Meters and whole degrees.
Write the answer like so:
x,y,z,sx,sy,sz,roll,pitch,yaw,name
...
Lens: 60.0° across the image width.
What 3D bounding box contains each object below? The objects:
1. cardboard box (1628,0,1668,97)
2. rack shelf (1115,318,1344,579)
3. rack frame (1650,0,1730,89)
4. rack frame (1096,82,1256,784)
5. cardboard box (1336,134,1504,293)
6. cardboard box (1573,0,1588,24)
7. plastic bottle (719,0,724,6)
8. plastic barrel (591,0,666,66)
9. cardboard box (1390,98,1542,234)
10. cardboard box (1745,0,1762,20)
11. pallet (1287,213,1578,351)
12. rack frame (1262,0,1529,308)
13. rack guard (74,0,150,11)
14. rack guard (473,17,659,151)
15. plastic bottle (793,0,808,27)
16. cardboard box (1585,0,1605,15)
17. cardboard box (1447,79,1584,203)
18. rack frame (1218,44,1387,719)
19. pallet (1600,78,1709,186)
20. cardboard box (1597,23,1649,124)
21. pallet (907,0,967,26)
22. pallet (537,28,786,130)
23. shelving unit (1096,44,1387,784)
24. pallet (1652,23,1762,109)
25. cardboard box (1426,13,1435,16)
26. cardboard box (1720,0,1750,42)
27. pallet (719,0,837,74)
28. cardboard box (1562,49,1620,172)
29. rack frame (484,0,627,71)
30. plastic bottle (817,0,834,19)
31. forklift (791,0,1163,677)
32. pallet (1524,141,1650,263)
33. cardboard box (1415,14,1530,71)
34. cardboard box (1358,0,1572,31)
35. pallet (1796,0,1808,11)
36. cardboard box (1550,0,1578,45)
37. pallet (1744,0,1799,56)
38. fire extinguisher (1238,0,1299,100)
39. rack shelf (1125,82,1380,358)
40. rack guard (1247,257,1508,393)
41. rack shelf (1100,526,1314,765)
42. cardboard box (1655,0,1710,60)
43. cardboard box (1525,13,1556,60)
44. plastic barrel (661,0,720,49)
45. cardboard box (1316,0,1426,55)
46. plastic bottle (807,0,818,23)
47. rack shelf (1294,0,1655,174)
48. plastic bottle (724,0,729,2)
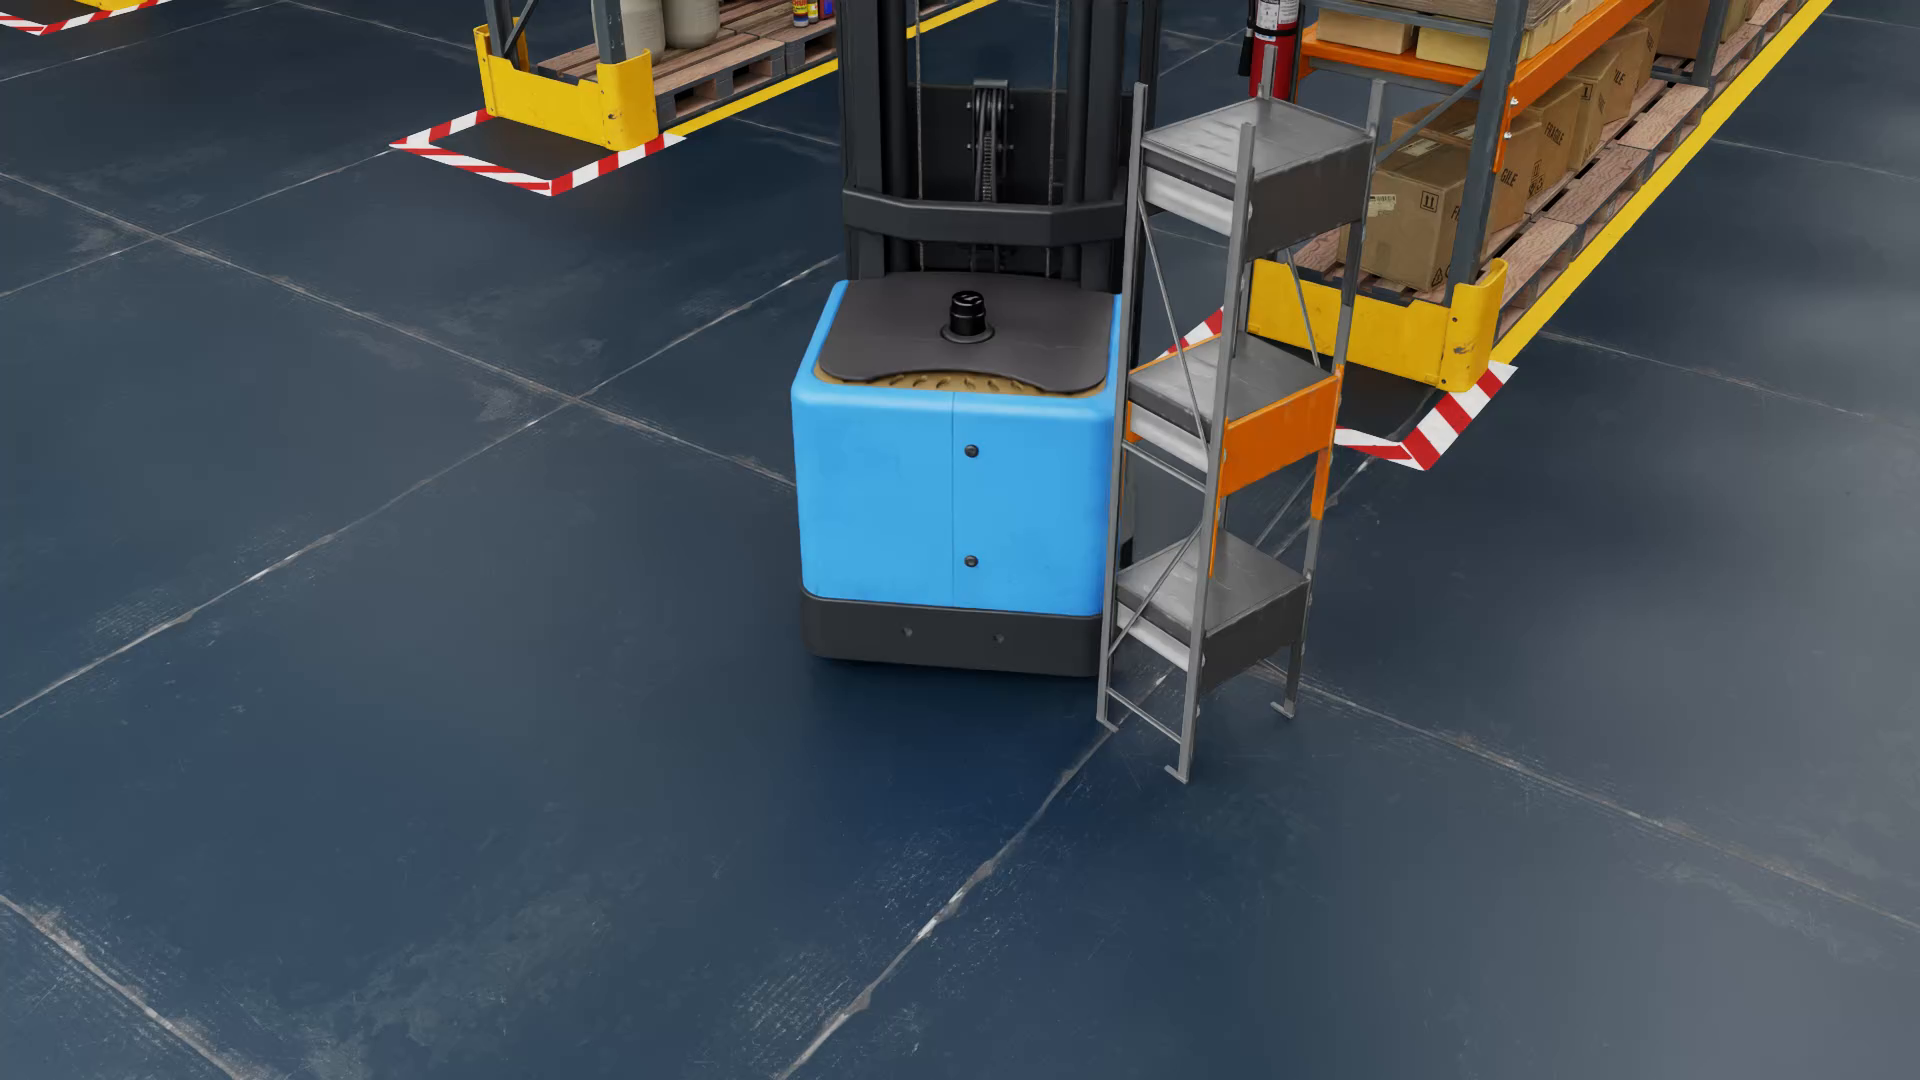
x,y,z,sx,sy,sz,roll,pitch,yaw,name
3.766,-2.903,9.721,0.500,0.500,0.500,20,39,27,cardboard box
0.763,-0.279,4.813,0.480,0.518,0.431,-25,41,-32,rack shelf
4.027,-3.936,9.392,1.000,3.000,0.127,21,39,28,rack frame
0.574,-0.204,4.677,0.015,2.100,0.400,-25,41,-32,rack frame
2.116,-1.515,7.670,0.500,0.500,0.500,-29,43,-35,cardboard box
2.543,-2.387,7.326,0.380,0.149,0.250,21,39,28,cardboard box
-1.636,-3.685,11.127,0.097,0.201,0.097,0,34,0,plastic bottle
-2.011,-3.148,10.073,0.421,0.512,0.421,0,34,0,plastic barrel
2.428,-1.801,8.093,0.500,0.500,0.500,-25,41,-32,cardboard box
5.001,-3.829,11.073,0.700,0.500,0.500,18,38,24,cardboard box
2.282,-1.337,8.039,1.003,0.211,1.213,21,39,28,pallet
1.746,-2.095,6.670,1.000,3.000,0.127,21,39,28,rack frame
-6.404,-4.214,12.035,1.175,0.500,0.348,21,39,28,rack guard
-2.318,-2.691,9.784,1.175,0.500,0.348,21,39,28,rack guard
-1.033,-3.464,10.737,0.097,0.271,0.097,0,34,0,plastic bottle
2.691,-2.499,7.493,0.380,0.149,0.250,21,39,28,cardboard box
2.801,-2.083,8.510,0.500,0.500,0.500,25,42,32,cardboard box
0.951,-0.377,4.933,0.015,2.100,0.400,-25,41,-32,rack frame
3.673,-2.460,9.699,1.003,0.211,1.213,21,39,28,pallet
3.445,-2.637,9.328,0.500,0.500,0.500,-23,40,-30,cardboard box
-0.459,-4.067,12.075,1.003,0.211,1.213,21,39,28,pallet
-1.851,-2.944,10.415,1.003,0.211,1.213,21,39,28,pallet
0.763,-0.291,4.805,0.503,2.100,0.431,-25,41,-32,shelving unit
4.469,-3.139,10.704,1.003,0.211,1.213,21,39,28,pallet
1.882,-2.303,7.202,0.380,0.149,0.250,21,39,28,cardboard box
4.682,-3.572,10.692,0.700,0.500,0.500,21,39,28,cardboard box
-1.154,-3.503,11.242,1.003,0.211,1.213,21,39,28,pallet
3.156,-2.326,8.868,0.500,0.500,0.500,18,38,24,cardboard box
-2.323,-3.677,9.009,1.000,3.000,0.127,21,39,28,rack frame
-0.889,-3.567,10.879,0.061,0.283,0.133,22,40,29,plastic bottle
0.158,-1.575,5.962,1.130,2.935,3.031,4,34,6,forklift
2.978,-1.896,8.866,1.003,0.211,1.213,21,39,28,pallet
2.104,-2.046,6.822,0.380,0.149,0.250,21,39,28,cardboard box
2.082,-2.504,6.920,0.875,0.500,0.500,21,39,28,cardboard box
5.861,-4.262,12.364,1.003,0.211,1.213,21,39,28,pallet
2.417,-2.265,7.146,0.380,0.149,0.250,21,39,28,cardboard box
5.164,-3.703,11.537,1.003,0.211,1.213,21,39,28,pallet
1.302,-2.157,6.831,0.296,0.674,0.183,21,39,28,fire extinguisher
0.763,-0.859,4.421,0.480,0.518,0.431,-25,41,-32,rack shelf
1.789,-1.094,7.422,1.175,0.500,0.348,21,39,28,rack guard
0.763,0.301,5.205,0.480,0.518,0.431,-25,41,-32,rack shelf
4.394,-3.358,10.377,0.700,0.500,0.500,18,38,25,cardboard box
2.263,-2.155,6.983,0.380,0.149,0.250,21,39,28,cardboard box
-1.725,-3.378,10.414,0.421,0.512,0.421,0,34,0,plastic barrel
1.739,-2.188,7.032,0.380,0.149,0.250,21,39,28,cardboard box
-0.974,-3.482,10.827,0.097,0.201,0.097,0,34,0,plastic bottle
2.886,-2.717,8.233,1.077,0.370,4.000,21,39,28,rack shelf
-1.584,-3.779,11.192,0.061,0.283,0.133,22,40,29,plastic bottle
